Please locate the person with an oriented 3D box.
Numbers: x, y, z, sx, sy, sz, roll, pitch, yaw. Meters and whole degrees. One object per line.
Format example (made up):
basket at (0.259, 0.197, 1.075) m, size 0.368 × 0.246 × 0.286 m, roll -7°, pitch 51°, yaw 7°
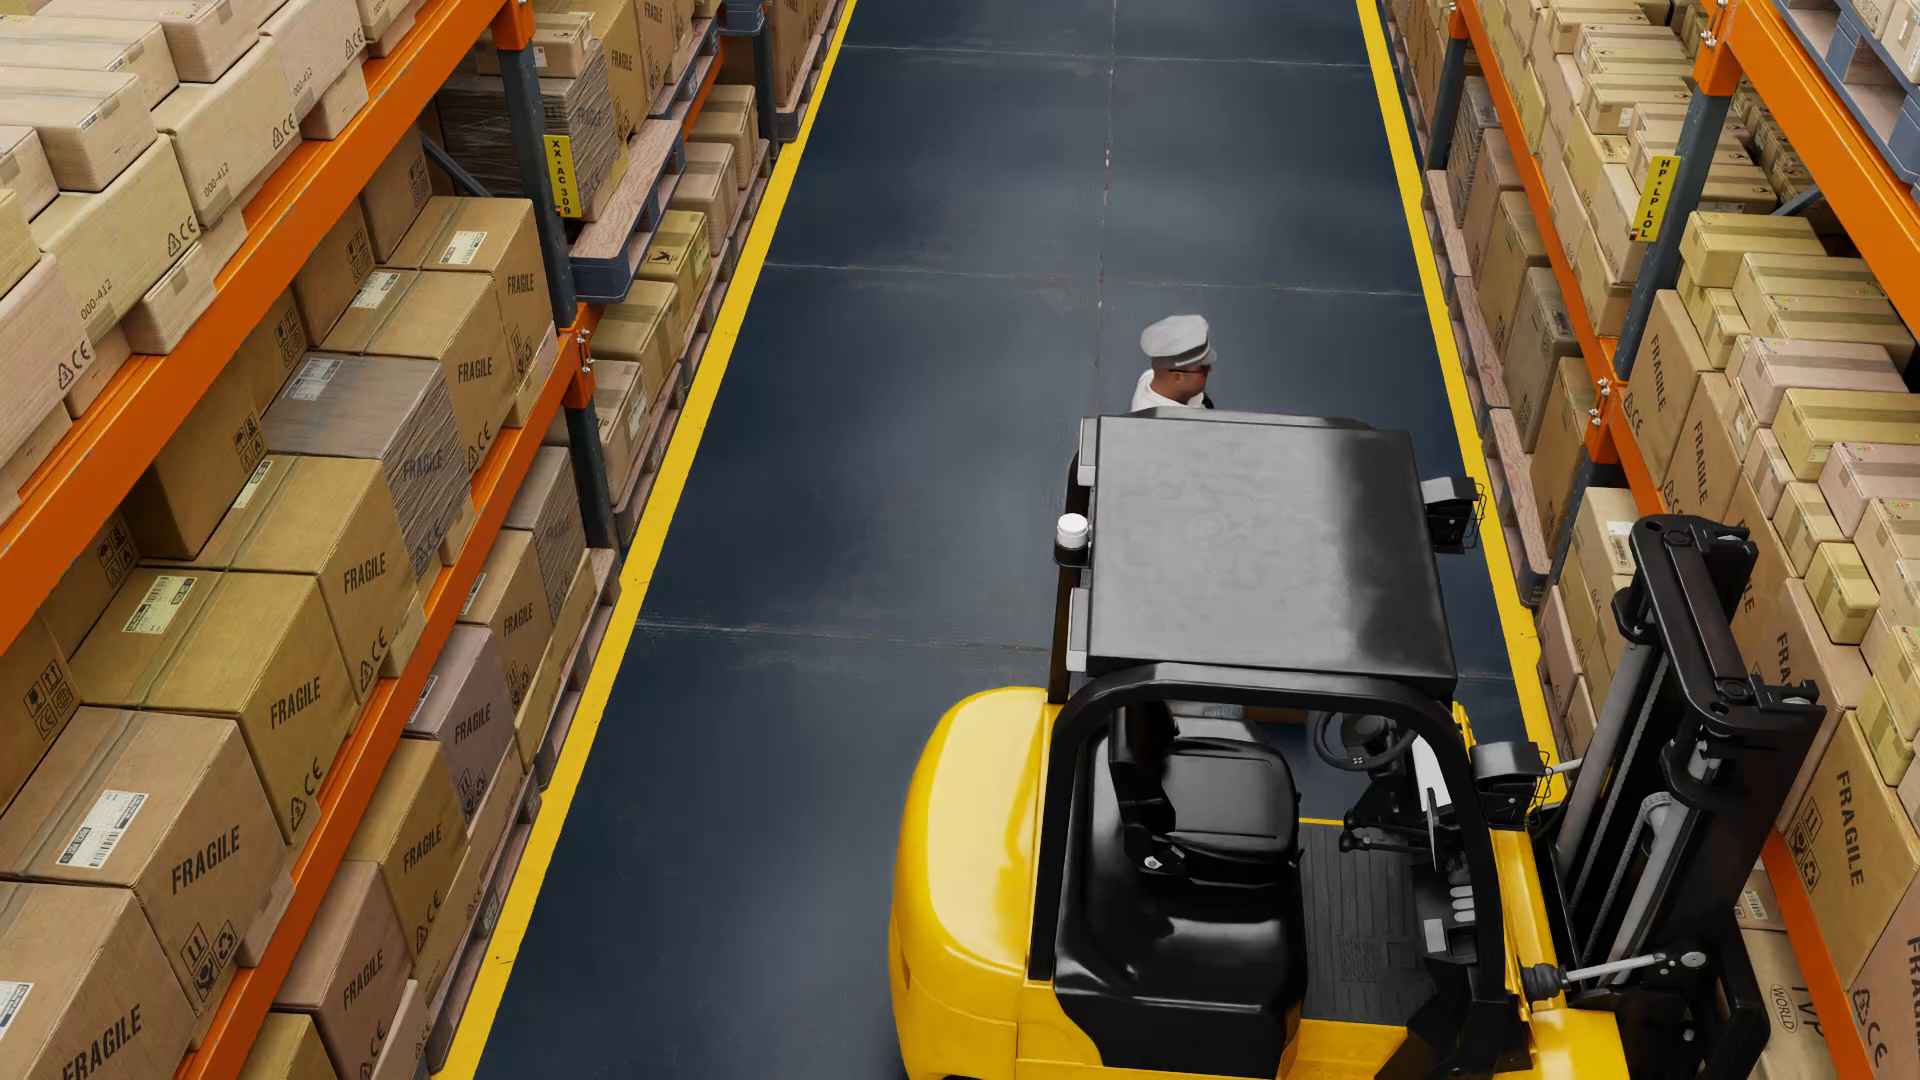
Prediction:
person at (0.796, -0.048, 6.212) m, size 0.412 × 1.777 × 0.526 m, roll 4°, pitch 40°, yaw 5°
